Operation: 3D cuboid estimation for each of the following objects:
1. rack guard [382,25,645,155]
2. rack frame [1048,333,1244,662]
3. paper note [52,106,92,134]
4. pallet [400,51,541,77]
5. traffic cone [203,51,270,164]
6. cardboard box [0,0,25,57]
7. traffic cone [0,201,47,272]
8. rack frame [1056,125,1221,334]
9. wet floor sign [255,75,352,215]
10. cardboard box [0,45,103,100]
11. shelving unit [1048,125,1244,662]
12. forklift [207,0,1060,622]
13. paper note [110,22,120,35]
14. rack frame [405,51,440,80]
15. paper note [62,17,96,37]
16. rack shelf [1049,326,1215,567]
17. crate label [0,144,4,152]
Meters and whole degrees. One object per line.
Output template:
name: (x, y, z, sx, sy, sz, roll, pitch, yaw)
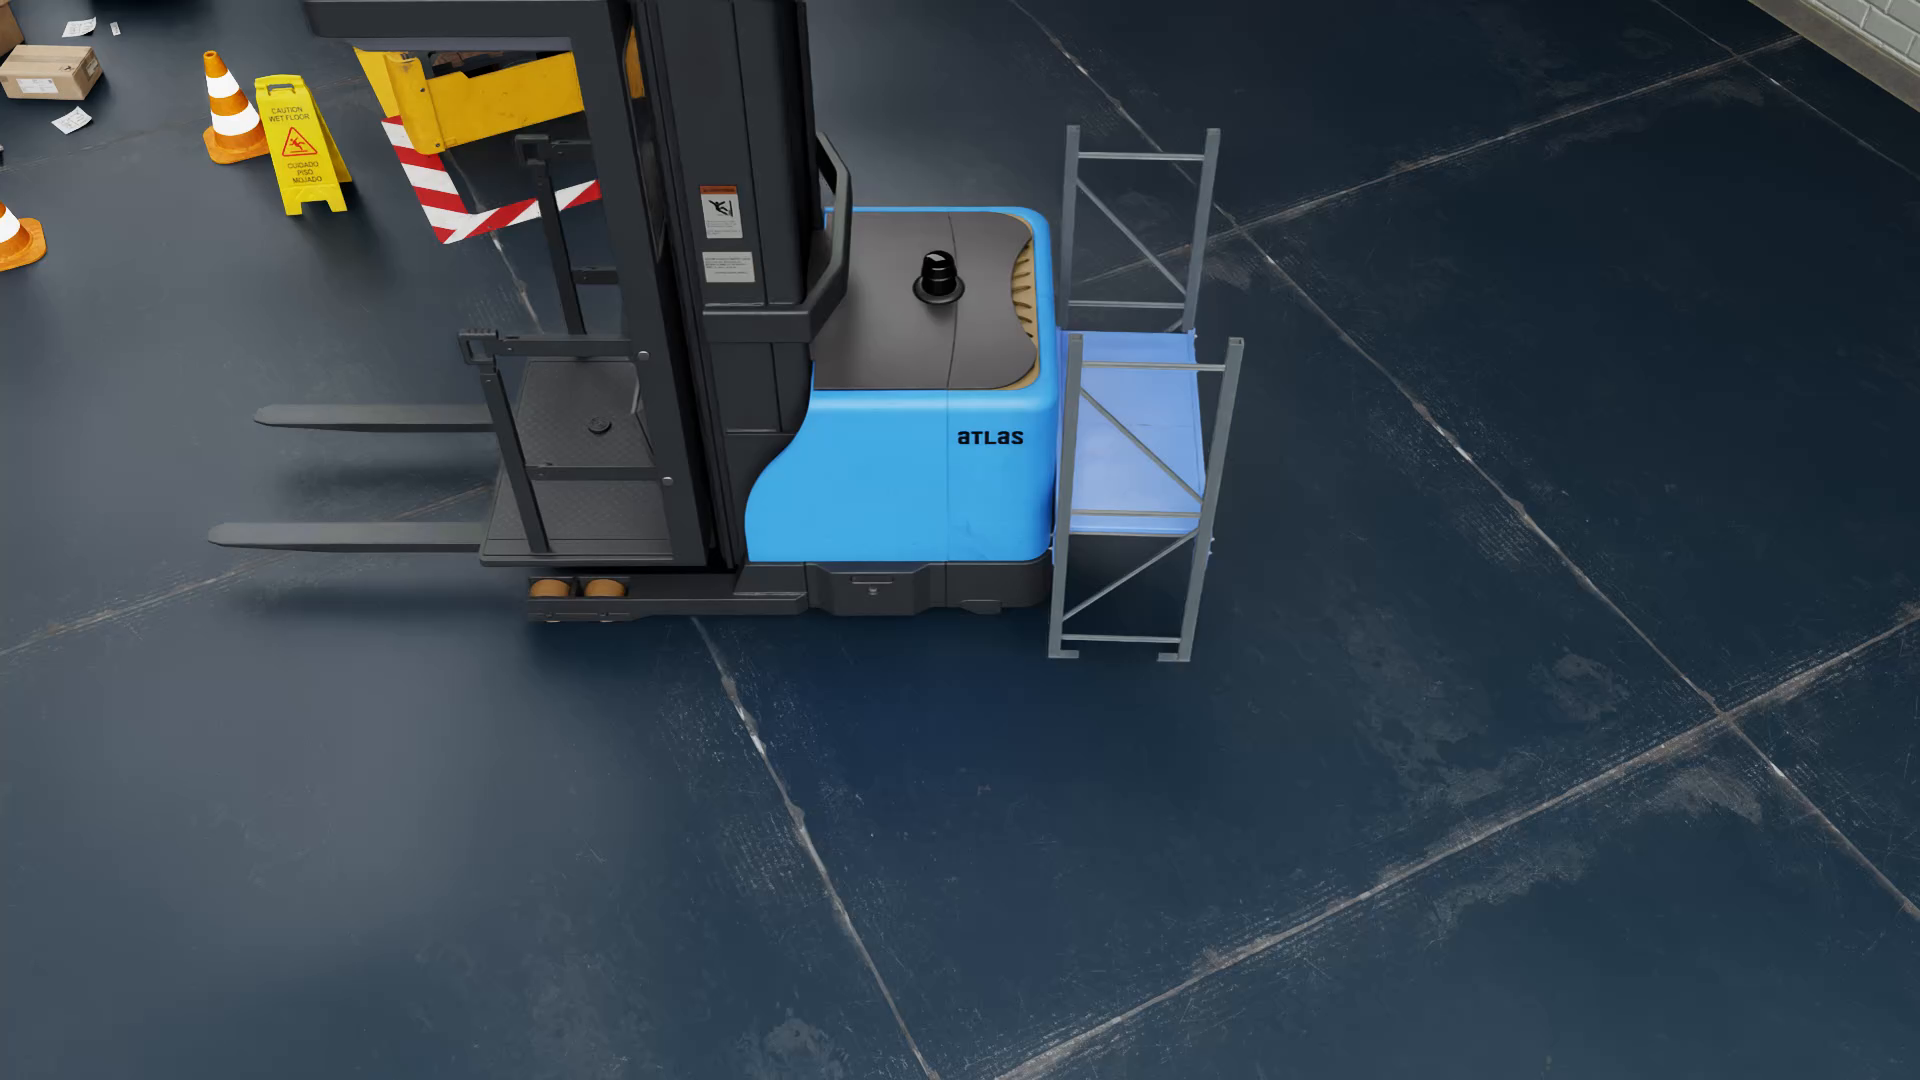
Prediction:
rack guard: (-2.102, -2.279, 7.911, 1.175, 0.500, 0.348, -21, 52, -18)
rack frame: (0.562, -0.081, 5.325, 0.500, 1.500, 0.032, 2, 49, 1)
paper note: (-4.270, -2.021, 7.997, 0.142, 0.019, 0.148, 35, 57, 27)
pallet: (-2.442, -2.740, 8.506, 1.003, 0.211, 1.213, -21, 52, -18)
traffic cone: (-3.411, -2.060, 7.744, 0.336, 0.463, 0.334, -21, 52, -18)
cardboard box: (-5.122, -2.533, 8.131, 0.637, 0.503, 0.797, 18, 51, 15)
traffic cone: (-4.242, -1.450, 7.211, 0.336, 0.463, 0.334, -21, 52, -18)
rack frame: (0.599, -0.846, 5.994, 0.500, 1.500, 0.032, 2, 49, 1)
wet floor sign: (-2.932, -1.781, 7.379, 0.267, 0.644, 0.232, -5, 49, -5)
cardboard box: (-4.463, -2.294, 8.157, 0.380, 0.149, 0.250, 2, 49, 2)
shelving unit: (0.581, -0.464, 5.659, 0.538, 1.500, 1.048, 2, 49, 1)
forklift: (-1.186, -1.069, 5.238, 3.031, 2.935, 1.130, 0, 49, 0)
paper note: (-4.339, -2.626, 8.540, 0.032, 0.001, 0.123, -21, 52, -18)
rack frame: (-2.067, -3.051, 6.926, 1.000, 3.000, 0.127, -21, 52, -18)
paper note: (-4.525, -2.637, 8.544, 0.148, 0.019, 0.142, -5, 49, -5)
rack shelf: (0.581, -0.345, 5.795, 0.538, 0.185, 1.000, 2, 49, 1)
crate label: (-4.657, -1.847, 7.775, 0.298, 0.136, 0.250, 26, 54, 21)
